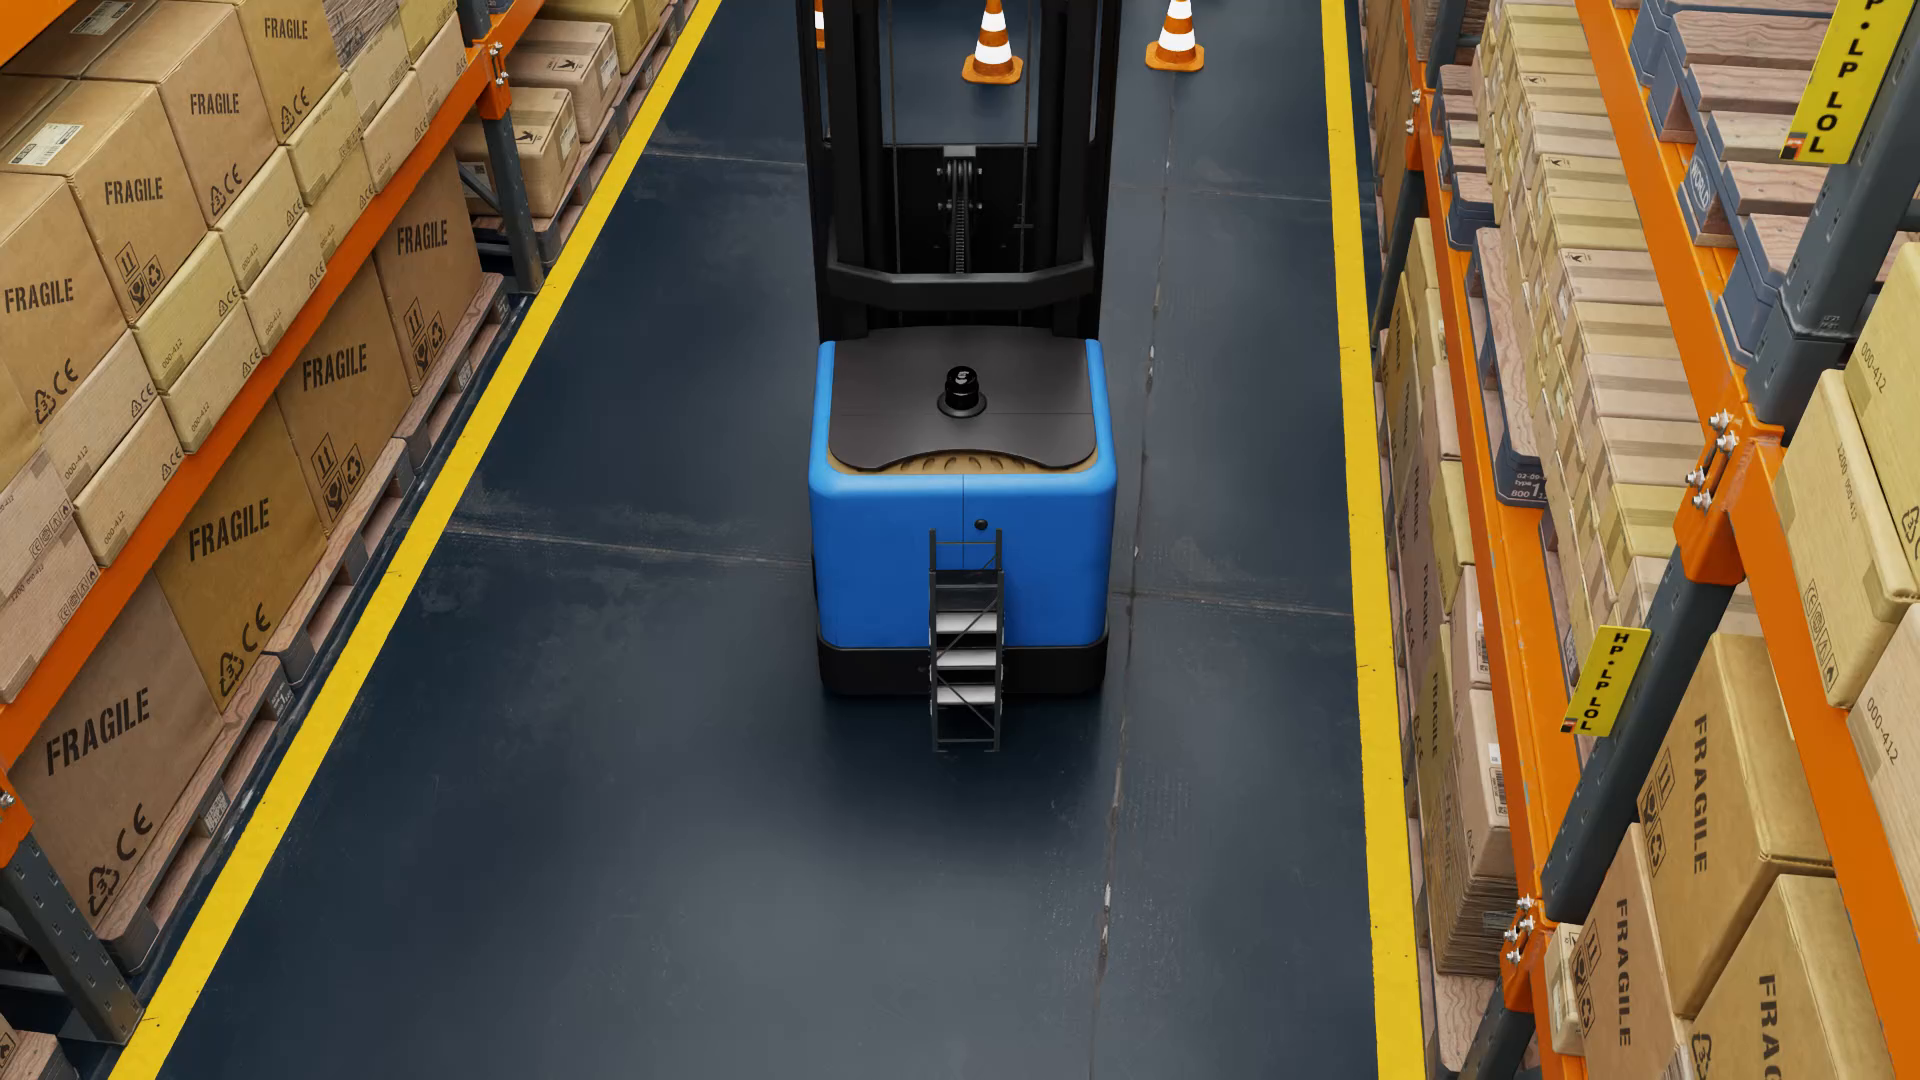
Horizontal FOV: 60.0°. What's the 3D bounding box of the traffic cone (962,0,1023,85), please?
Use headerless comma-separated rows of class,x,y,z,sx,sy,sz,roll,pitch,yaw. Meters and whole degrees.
traffic cone,0.188,-2.890,9.465,0.336,0.463,0.334,5,44,6

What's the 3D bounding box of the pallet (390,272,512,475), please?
pallet,-2.696,-0.803,7.444,1.003,0.211,1.213,5,44,6

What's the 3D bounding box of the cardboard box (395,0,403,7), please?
cardboard box,-2.326,-2.369,6.270,0.500,0.500,0.500,4,44,4

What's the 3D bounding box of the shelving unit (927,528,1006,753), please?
shelving unit,0.020,0.361,5.715,0.258,0.900,0.210,-1,43,-1

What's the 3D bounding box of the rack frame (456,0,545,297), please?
rack frame,-2.517,-2.346,7.045,1.000,3.000,0.127,5,44,6

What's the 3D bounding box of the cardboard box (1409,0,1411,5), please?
cardboard box,2.263,-2.672,7.317,0.500,0.500,0.500,5,44,6

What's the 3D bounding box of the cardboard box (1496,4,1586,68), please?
cardboard box,2.117,-1.761,5.873,0.380,0.149,0.250,4,44,4

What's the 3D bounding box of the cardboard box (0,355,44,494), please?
cardboard box,-2.703,-0.293,4.077,0.500,0.500,0.500,6,44,6

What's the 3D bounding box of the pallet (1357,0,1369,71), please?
pallet,2.904,-3.145,9.918,1.003,0.211,1.213,5,44,6

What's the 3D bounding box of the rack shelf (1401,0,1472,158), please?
rack shelf,2.667,-3.066,8.330,1.077,0.370,4.000,5,44,6

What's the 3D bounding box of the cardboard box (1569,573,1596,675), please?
cardboard box,1.764,0.235,4.198,0.380,0.149,0.250,5,44,6

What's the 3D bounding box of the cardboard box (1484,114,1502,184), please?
cardboard box,2.073,-1.372,5.895,0.380,0.149,0.250,7,44,8

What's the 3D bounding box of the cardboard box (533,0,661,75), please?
cardboard box,-2.237,-2.948,9.287,0.950,0.372,0.625,7,44,7

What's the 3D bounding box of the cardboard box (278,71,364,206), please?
cardboard box,-2.441,-1.419,5.812,0.500,0.250,0.500,4,44,4

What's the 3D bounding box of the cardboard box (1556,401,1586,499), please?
cardboard box,1.832,-0.232,4.474,0.380,0.149,0.250,4,44,4

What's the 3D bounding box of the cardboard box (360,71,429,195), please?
cardboard box,-2.379,-1.573,6.339,0.500,0.250,0.500,6,44,6

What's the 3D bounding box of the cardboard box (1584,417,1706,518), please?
cardboard box,1.804,-0.166,4.188,0.380,0.149,0.250,4,44,4

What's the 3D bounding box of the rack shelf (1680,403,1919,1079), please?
rack shelf,1.609,1.297,1.540,1.077,0.370,4.000,5,44,6

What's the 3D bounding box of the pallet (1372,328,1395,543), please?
pallet,2.298,-0.419,7.039,1.003,0.211,1.213,5,44,6

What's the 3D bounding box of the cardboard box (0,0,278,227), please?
cardboard box,-2.532,-1.336,5.180,0.500,0.500,0.500,5,44,5

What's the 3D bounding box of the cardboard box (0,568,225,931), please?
cardboard box,-3.043,0.570,5.207,0.875,0.875,0.875,6,44,7

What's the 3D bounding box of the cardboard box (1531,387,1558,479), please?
cardboard box,1.863,-0.296,4.758,0.380,0.149,0.250,4,44,4

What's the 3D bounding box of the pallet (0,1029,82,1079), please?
pallet,-3.224,1.904,4.585,1.003,0.211,1.213,5,44,6

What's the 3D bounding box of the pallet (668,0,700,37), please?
pallet,-2.090,-3.528,10.323,1.003,0.211,1.213,5,44,6

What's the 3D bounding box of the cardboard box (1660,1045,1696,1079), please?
cardboard box,1.500,1.270,2.938,0.500,0.500,0.500,5,44,5

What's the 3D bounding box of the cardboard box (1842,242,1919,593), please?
cardboard box,1.572,-0.148,2.289,0.500,0.250,0.500,7,44,7

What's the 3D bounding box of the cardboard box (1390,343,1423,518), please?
cardboard box,1.993,-0.407,6.511,0.500,0.500,0.500,6,44,6

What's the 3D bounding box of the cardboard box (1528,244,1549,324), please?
cardboard box,1.939,-0.760,5.032,0.380,0.149,0.250,7,44,7

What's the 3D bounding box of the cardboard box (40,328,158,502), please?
cardboard box,-2.667,-0.379,4.714,0.500,0.250,0.500,6,44,6

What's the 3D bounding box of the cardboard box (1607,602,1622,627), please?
cardboard box,1.731,0.303,3.909,0.380,0.149,0.250,6,44,7

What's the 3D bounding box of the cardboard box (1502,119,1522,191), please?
cardboard box,2.041,-1.283,5.585,0.380,0.149,0.250,5,44,6

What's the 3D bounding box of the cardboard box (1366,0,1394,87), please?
cardboard box,2.807,-2.938,9.002,1.050,0.750,0.750,5,44,6

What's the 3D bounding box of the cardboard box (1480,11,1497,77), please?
cardboard box,2.140,-1.823,6.154,0.380,0.149,0.250,7,44,7

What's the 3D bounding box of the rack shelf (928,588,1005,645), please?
rack shelf,0.020,0.254,5.614,0.258,0.077,0.200,-1,43,-1

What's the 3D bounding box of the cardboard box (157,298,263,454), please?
cardboard box,-2.576,-0.541,5.249,0.500,0.250,0.500,5,44,5

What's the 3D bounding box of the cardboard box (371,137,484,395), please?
cardboard box,-2.691,-1.263,7.142,0.875,0.875,0.875,5,44,5

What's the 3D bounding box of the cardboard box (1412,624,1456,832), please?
cardboard box,1.790,0.640,5.405,0.500,0.500,0.500,4,44,5

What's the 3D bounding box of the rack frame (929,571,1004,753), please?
rack frame,0.021,0.431,5.641,0.240,0.900,0.006,-1,43,-1

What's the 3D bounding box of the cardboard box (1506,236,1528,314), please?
cardboard box,1.970,-0.835,5.328,0.380,0.149,0.250,6,44,6

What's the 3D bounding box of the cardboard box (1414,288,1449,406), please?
cardboard box,2.005,-0.688,6.262,0.500,0.250,0.500,5,44,5

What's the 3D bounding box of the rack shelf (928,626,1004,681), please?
rack shelf,0.020,0.385,5.737,0.258,0.077,0.200,-1,43,-1

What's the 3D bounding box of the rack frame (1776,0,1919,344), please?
rack frame,1.874,-1.417,1.701,1.000,3.000,0.127,5,44,6

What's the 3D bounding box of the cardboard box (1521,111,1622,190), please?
cardboard box,2.010,-1.229,5.311,0.380,0.149,0.250,7,44,7

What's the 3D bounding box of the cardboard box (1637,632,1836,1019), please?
cardboard box,1.573,0.540,2.982,0.500,0.500,0.500,6,44,7

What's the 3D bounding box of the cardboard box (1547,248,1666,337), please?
cardboard box,1.907,-0.695,4.747,0.380,0.149,0.250,3,44,4

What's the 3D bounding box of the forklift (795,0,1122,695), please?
forklift,-0.008,-1.493,6.195,1.130,2.935,3.031,-1,43,-1

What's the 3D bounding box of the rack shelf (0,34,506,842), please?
rack shelf,-2.782,-0.721,5.853,1.077,0.370,4.000,5,44,6

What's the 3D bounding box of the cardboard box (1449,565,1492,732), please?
cardboard box,1.803,0.365,5.150,0.500,0.250,0.500,7,44,7

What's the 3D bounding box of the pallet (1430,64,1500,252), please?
pallet,2.414,-1.399,6.186,1.213,0.211,1.003,5,44,6
